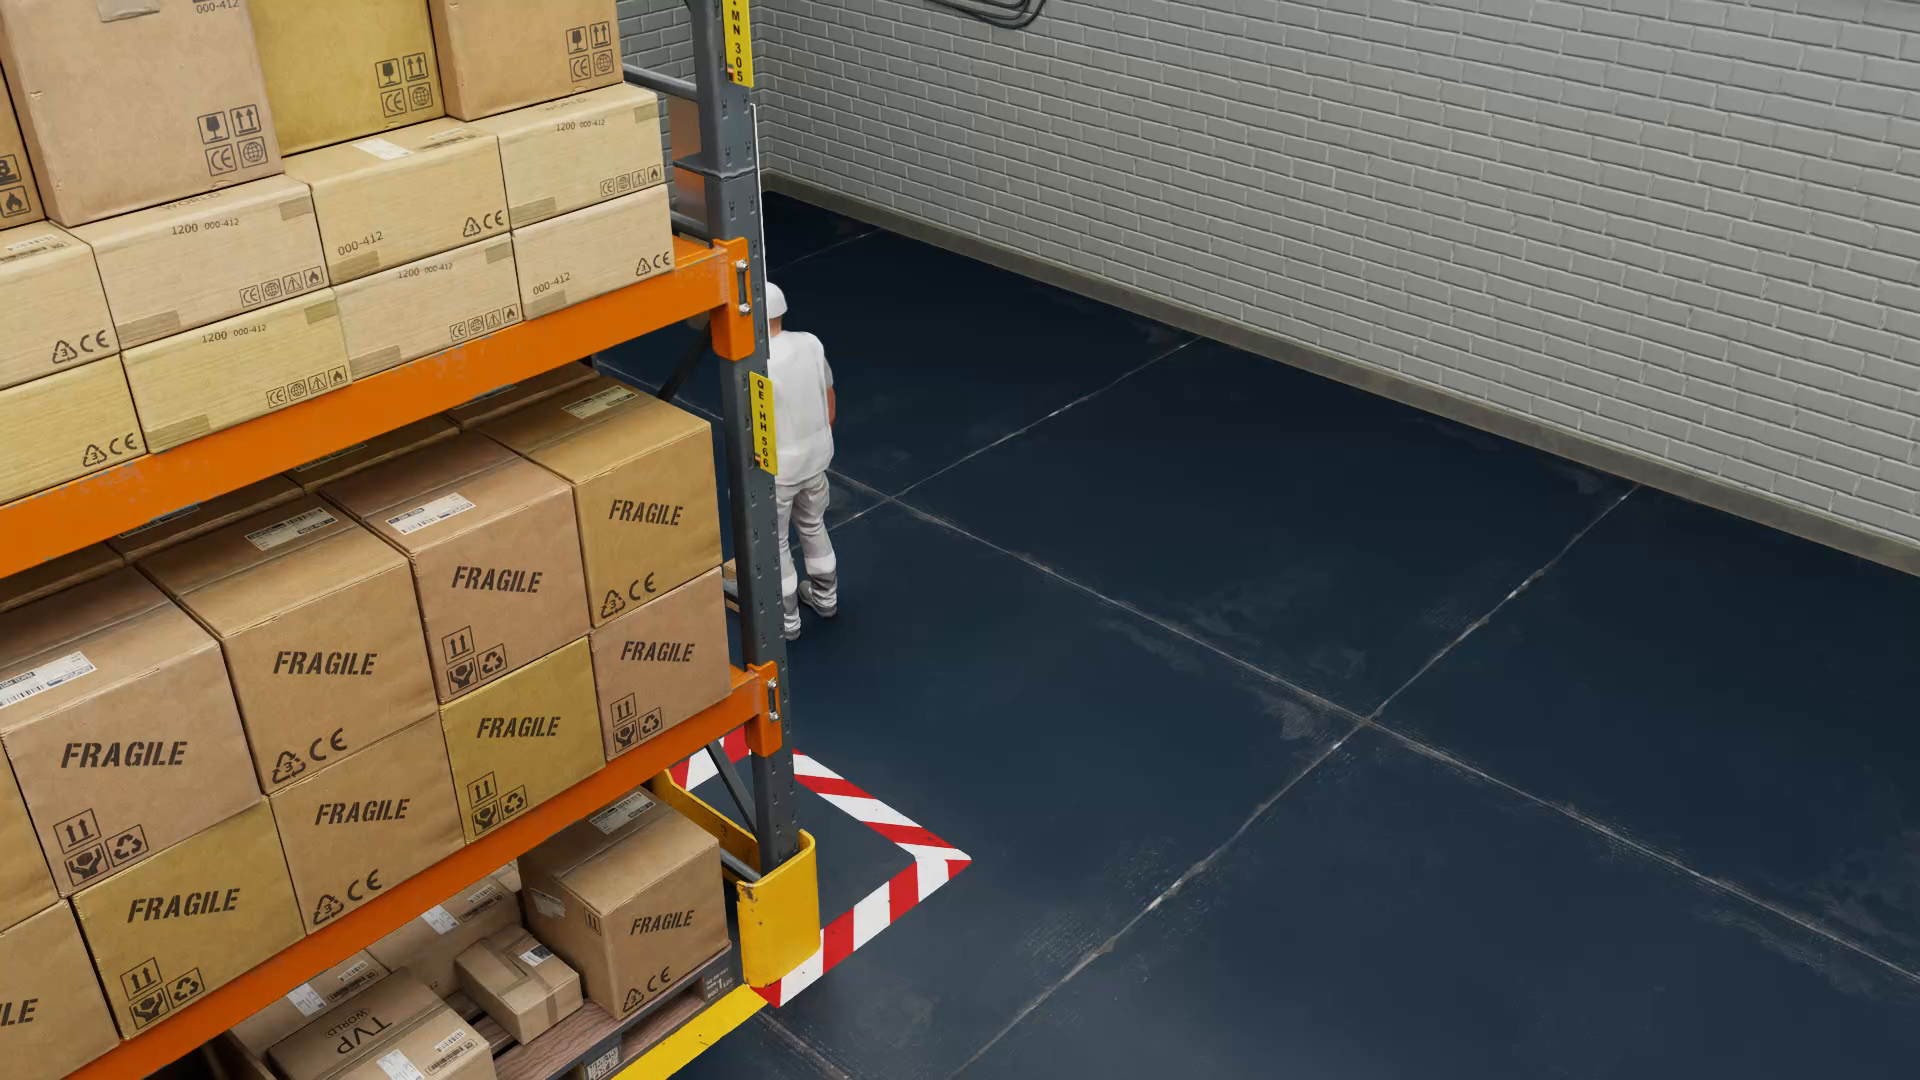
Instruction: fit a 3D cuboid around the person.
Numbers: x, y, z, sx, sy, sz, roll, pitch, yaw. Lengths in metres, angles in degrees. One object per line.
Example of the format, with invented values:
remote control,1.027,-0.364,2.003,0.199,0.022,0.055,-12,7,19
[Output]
person,-0.819,-0.362,7.719,0.448,1.780,0.609,25,39,35
